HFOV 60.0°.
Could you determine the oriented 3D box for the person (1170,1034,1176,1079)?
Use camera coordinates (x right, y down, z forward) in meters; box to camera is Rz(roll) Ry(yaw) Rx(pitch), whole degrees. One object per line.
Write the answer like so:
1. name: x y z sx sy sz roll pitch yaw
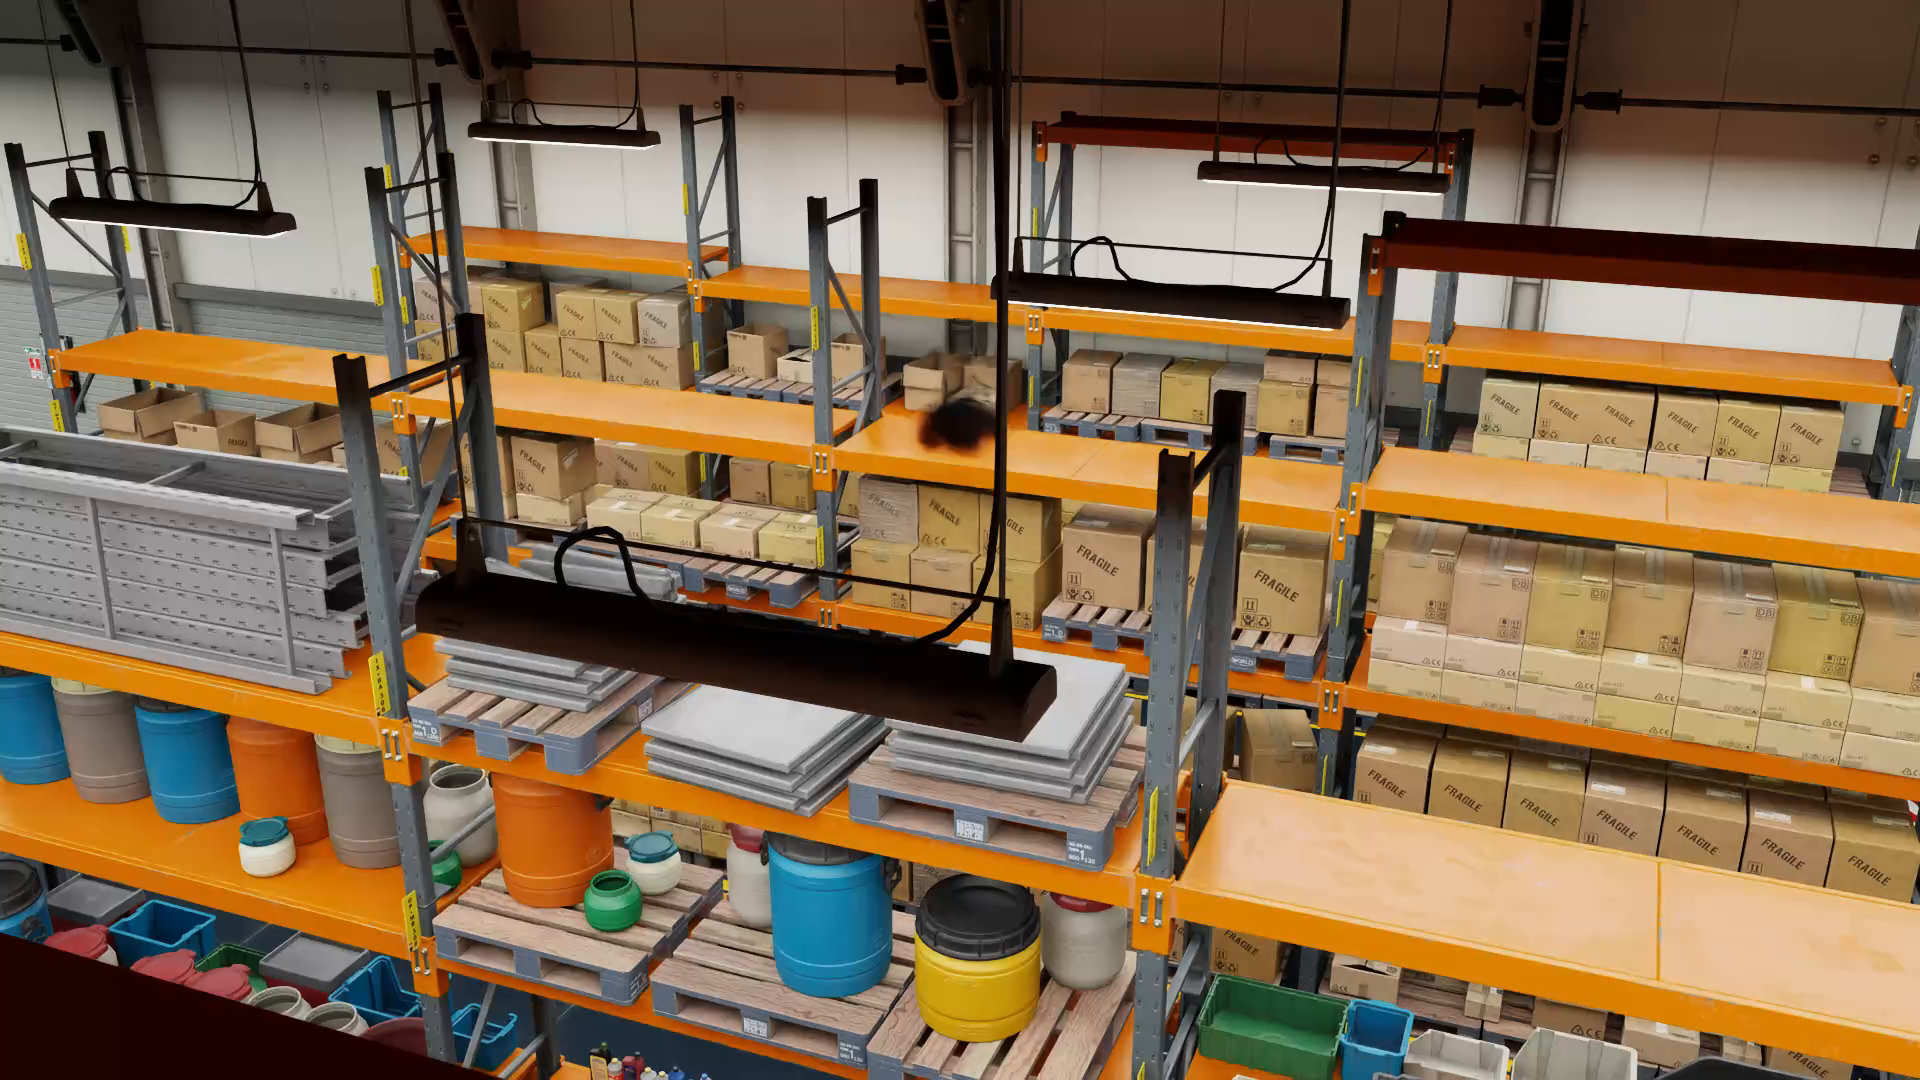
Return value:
1. person: 1.396 3.724 10.140 0.711 1.785 0.667 15 26 34
